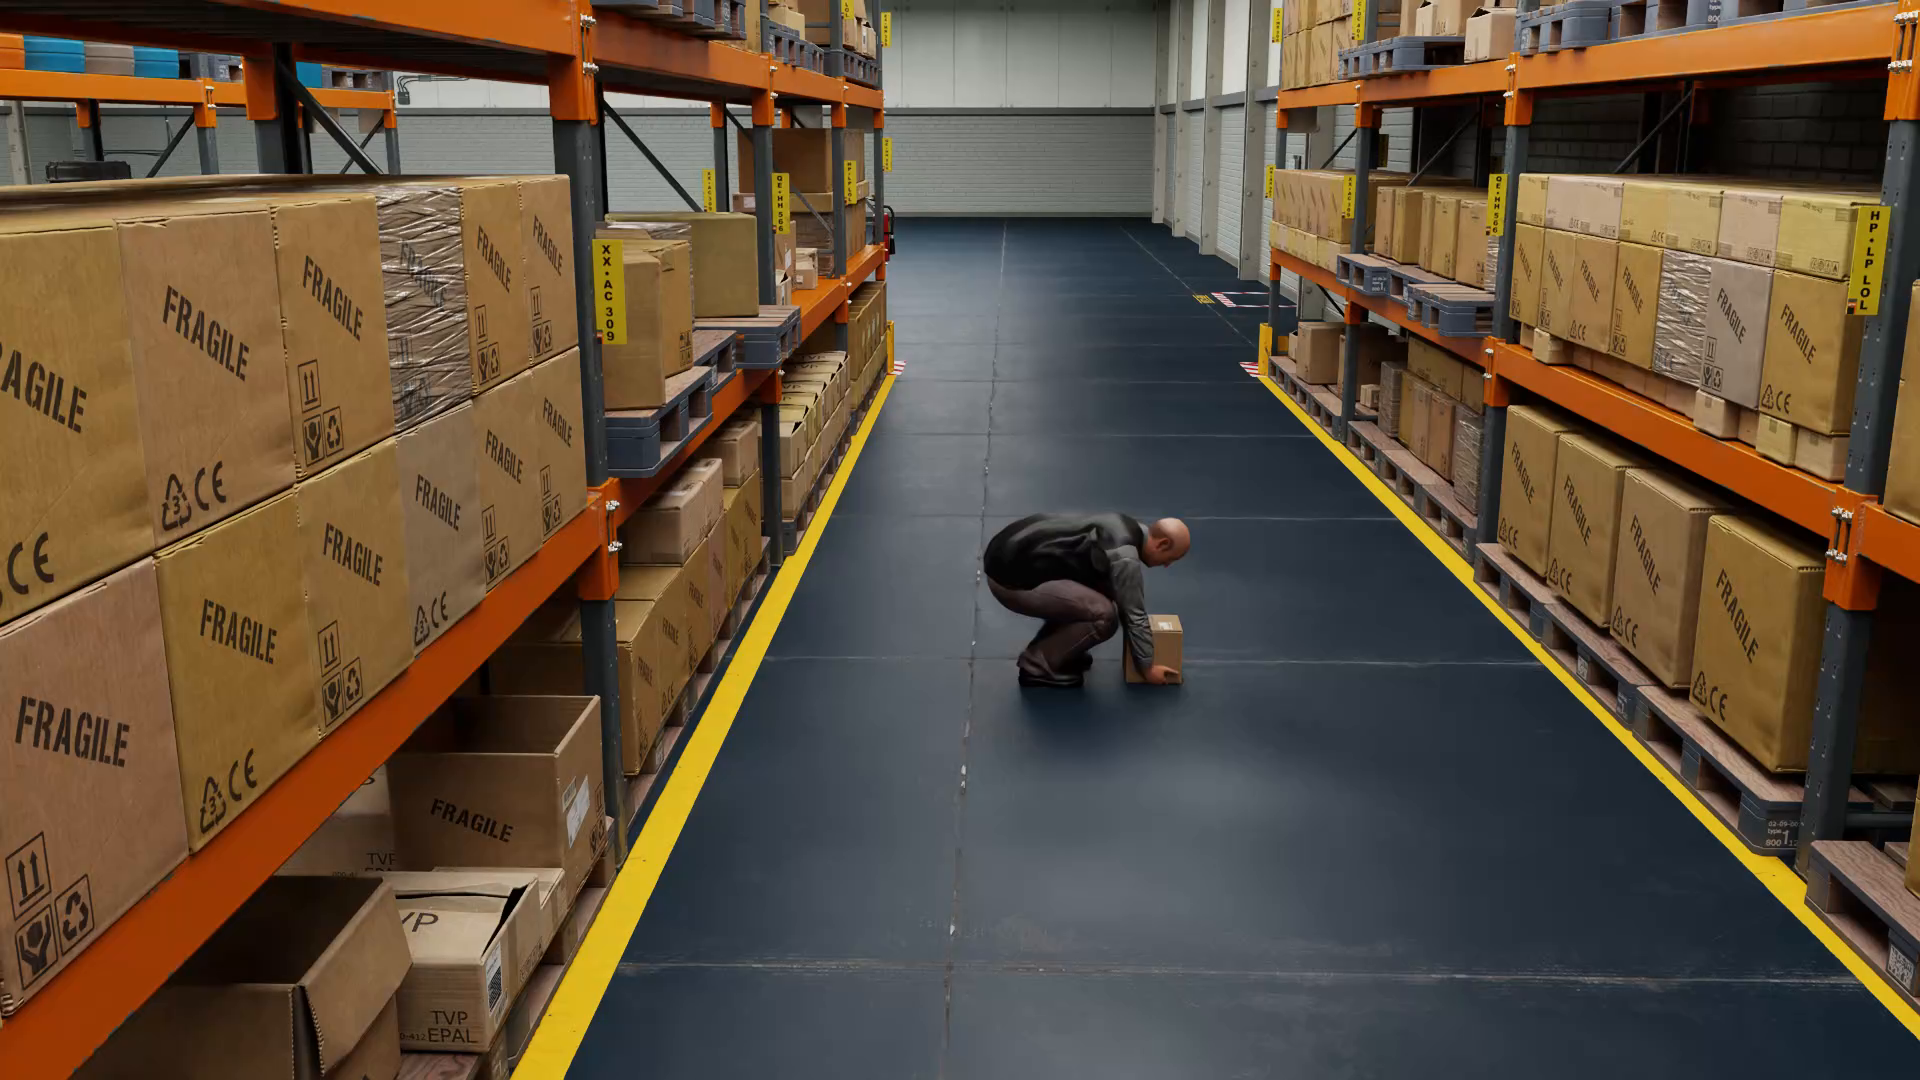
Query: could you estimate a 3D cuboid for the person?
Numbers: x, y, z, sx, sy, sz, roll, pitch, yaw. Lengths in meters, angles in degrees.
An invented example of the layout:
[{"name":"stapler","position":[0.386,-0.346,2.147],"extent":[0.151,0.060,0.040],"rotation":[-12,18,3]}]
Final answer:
[{"name":"person","position":[0.571,0.212,7.539],"extent":[0.952,0.872,0.504],"rotation":[0,14,0]}]
